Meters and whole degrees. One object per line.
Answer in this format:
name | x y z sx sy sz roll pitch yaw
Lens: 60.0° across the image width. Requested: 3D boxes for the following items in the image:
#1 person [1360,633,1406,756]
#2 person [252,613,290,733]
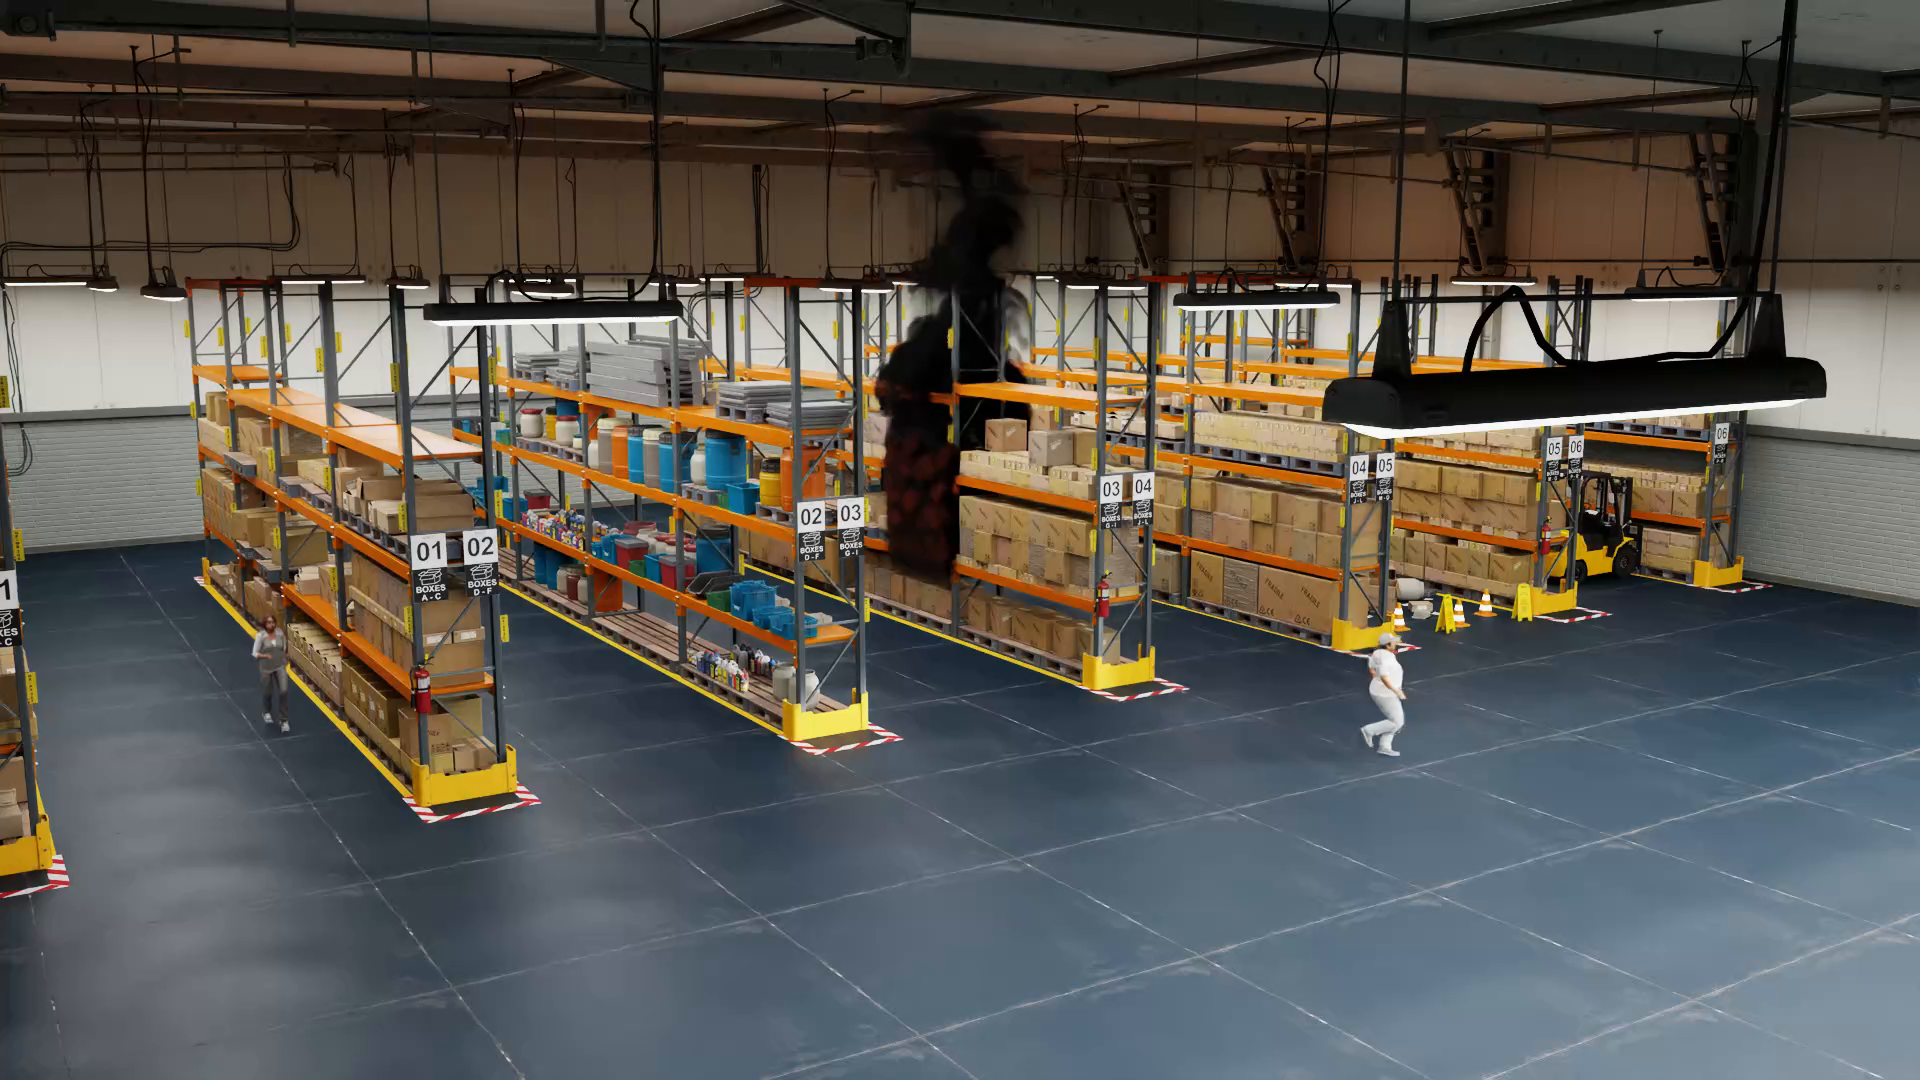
person | 5.414 1.992 21.382 0.579 1.636 0.617 -1 10 -5
person | -9.343 1.808 22.585 0.490 1.615 0.777 -6 11 -33
